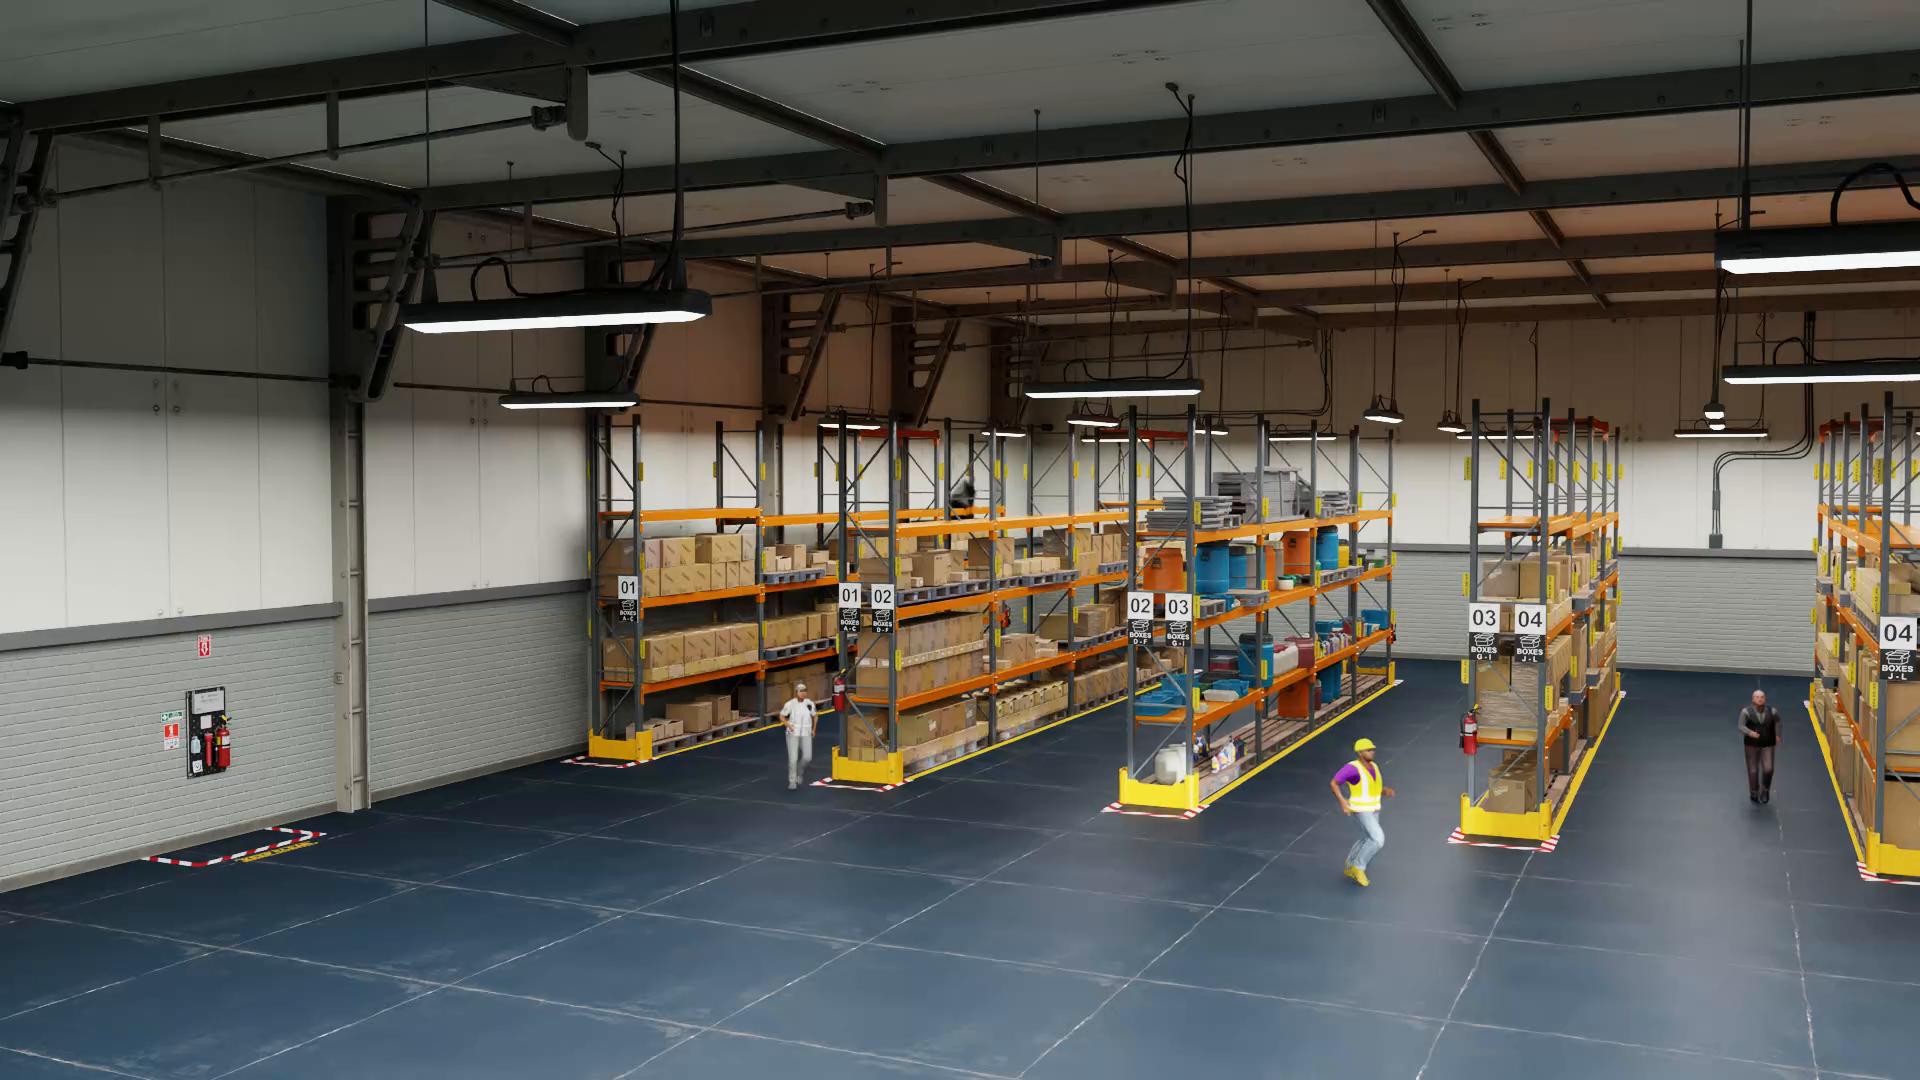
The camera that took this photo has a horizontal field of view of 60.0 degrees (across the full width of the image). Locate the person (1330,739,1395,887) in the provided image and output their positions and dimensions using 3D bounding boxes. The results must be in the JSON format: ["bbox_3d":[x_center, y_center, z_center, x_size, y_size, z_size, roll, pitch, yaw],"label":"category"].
[{"bbox_3d":[4.923,3.292,20.128,0.674,1.769,0.697,-2,3,-44],"label":"person"}]

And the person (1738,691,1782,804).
[{"bbox_3d":[12.030,3.117,25.001,0.625,1.707,0.768,1,3,22],"label":"person"}]

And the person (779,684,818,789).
[{"bbox_3d":[-2.532,3.109,26.328,0.629,1.643,0.489,-1,2,-14],"label":"person"}]
